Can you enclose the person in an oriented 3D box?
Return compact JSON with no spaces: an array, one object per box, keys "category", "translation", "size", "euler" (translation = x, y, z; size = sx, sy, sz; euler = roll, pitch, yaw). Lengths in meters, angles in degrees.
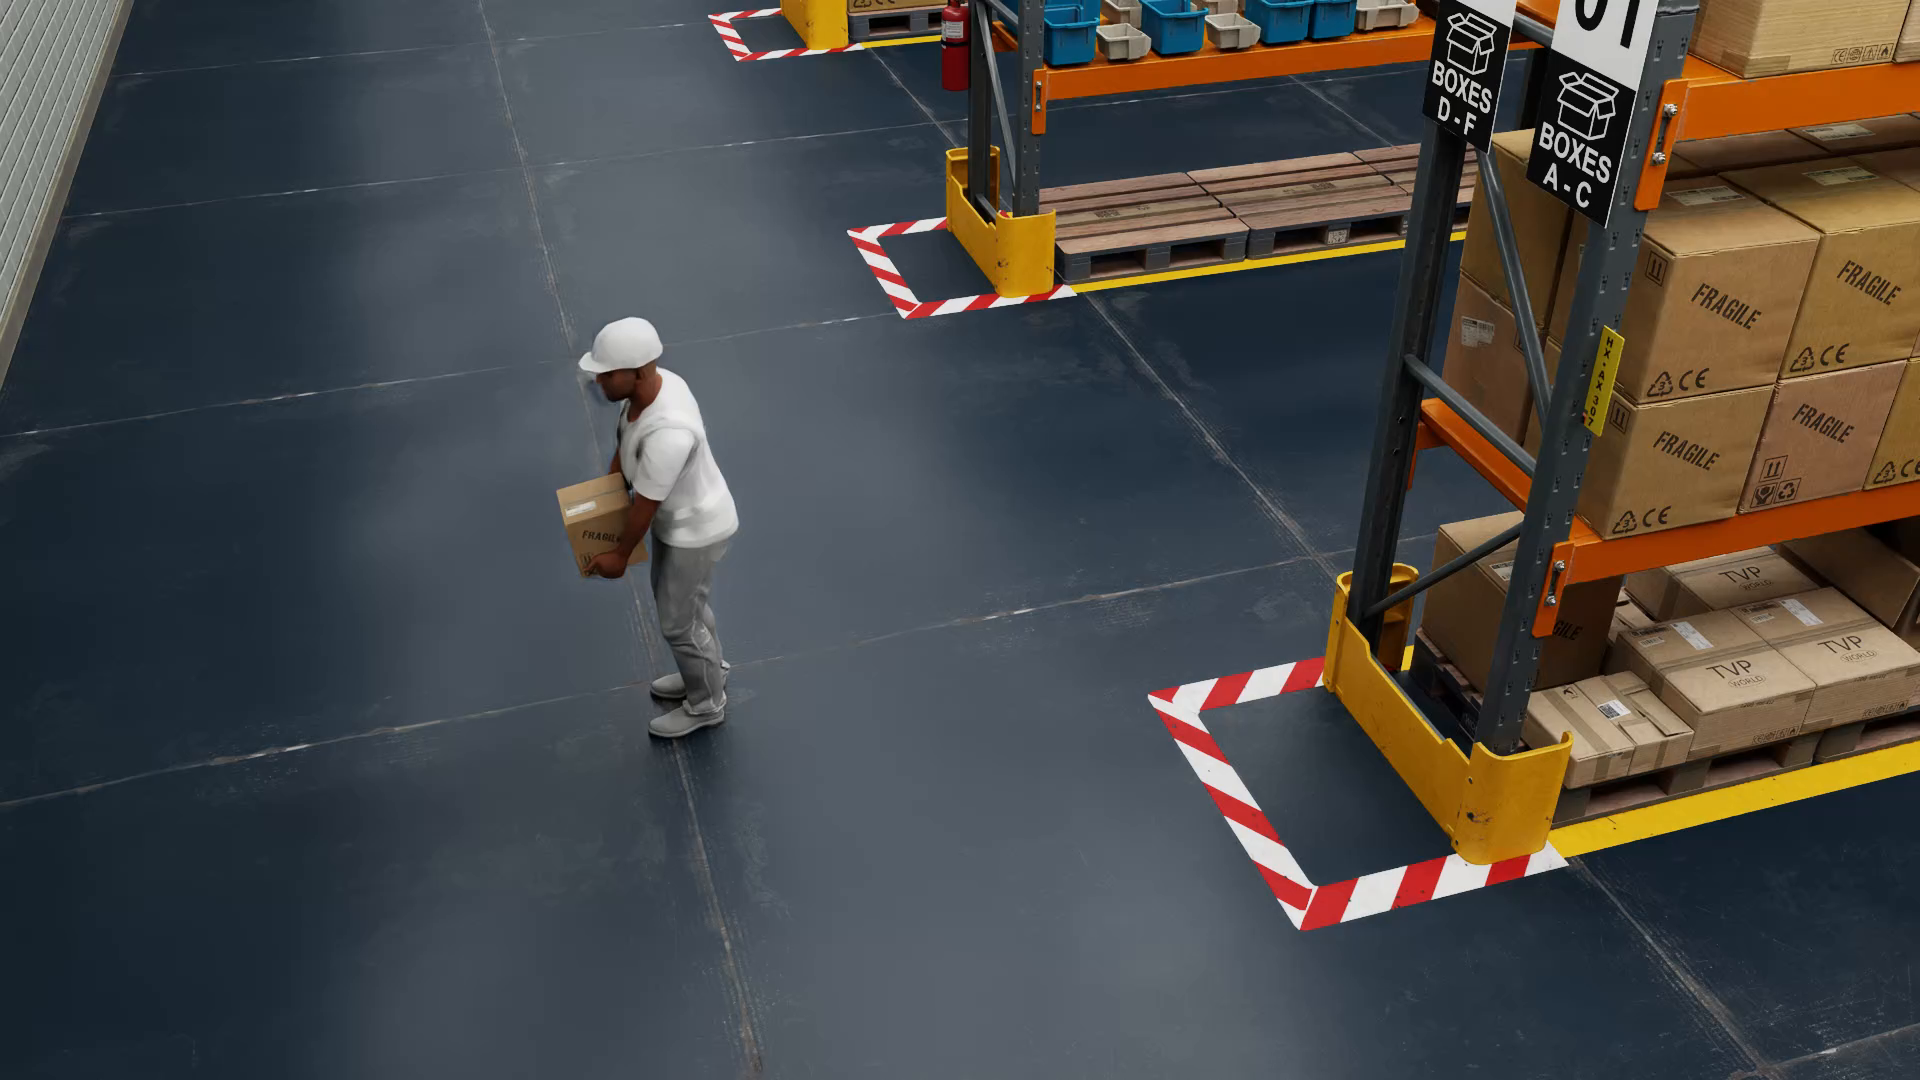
[{"category":"person","translation":[-1.126,-0.032,6.187],"size":[0.591,1.743,0.503],"euler":[-11,35,-15]}]
